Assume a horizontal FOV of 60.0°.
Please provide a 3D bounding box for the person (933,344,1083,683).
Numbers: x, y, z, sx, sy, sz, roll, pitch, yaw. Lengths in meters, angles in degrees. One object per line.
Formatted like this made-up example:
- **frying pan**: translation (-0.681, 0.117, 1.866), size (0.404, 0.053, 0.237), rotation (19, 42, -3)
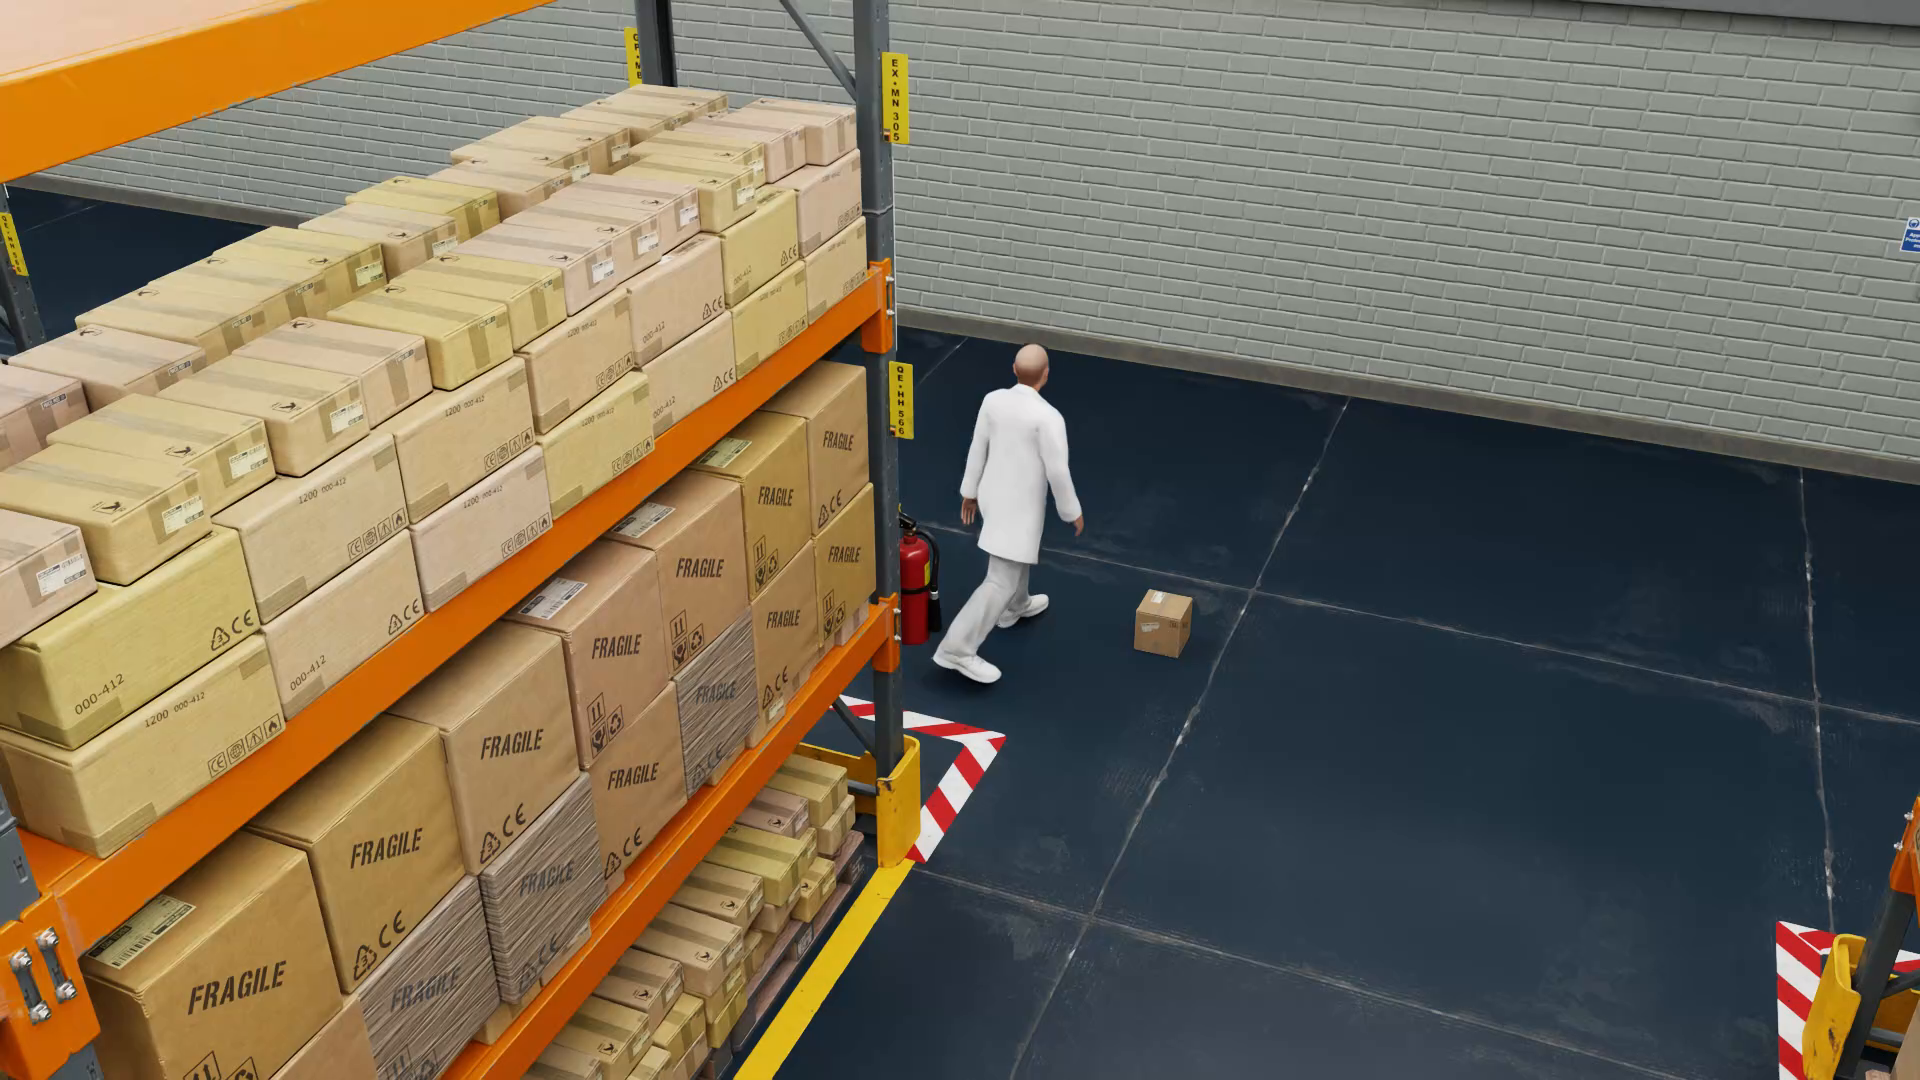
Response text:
- **person**: translation (0.224, -0.156, 8.737), size (0.968, 1.715, 0.666), rotation (-19, 35, -31)
